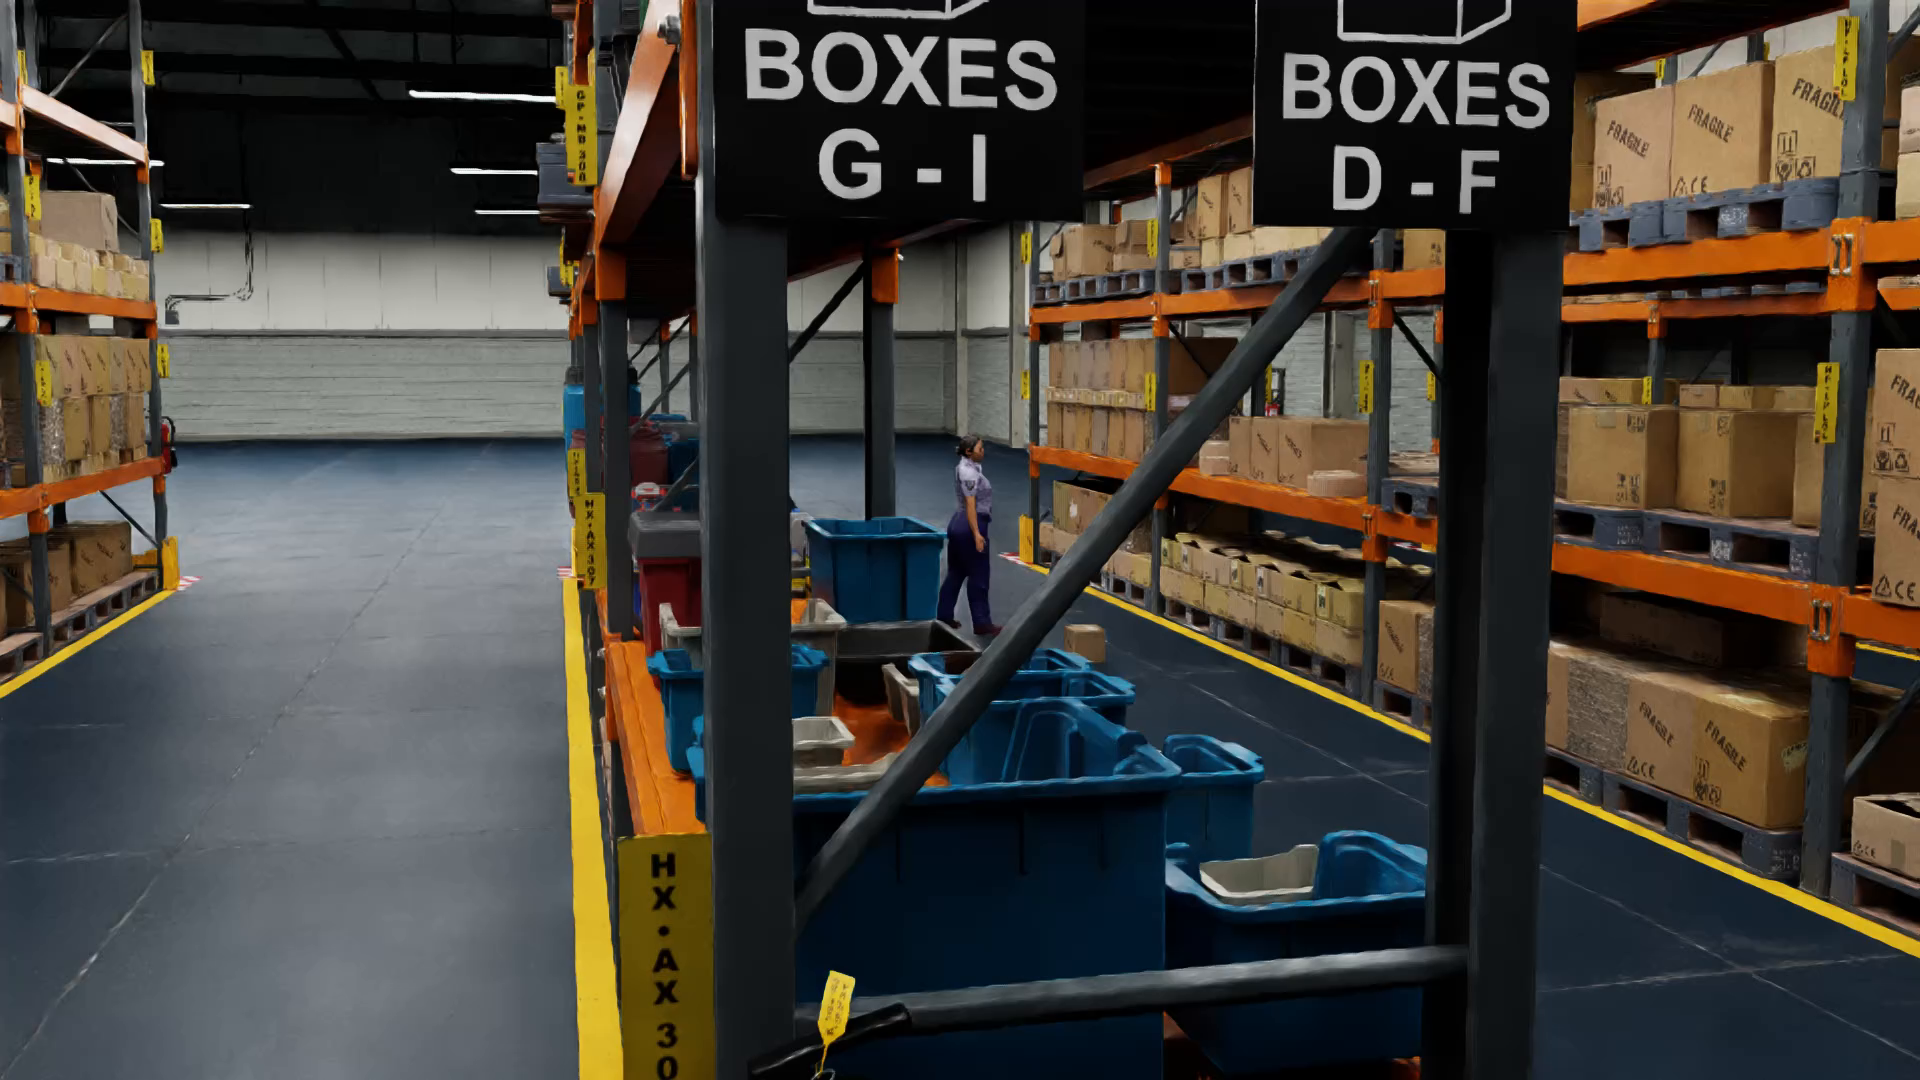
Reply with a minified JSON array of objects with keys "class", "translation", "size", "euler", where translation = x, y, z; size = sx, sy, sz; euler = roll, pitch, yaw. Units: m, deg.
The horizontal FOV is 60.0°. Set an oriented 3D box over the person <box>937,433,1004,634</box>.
[{"class":"person","translation":[0.103,-0.059,13.660],"size":[0.571,1.636,0.671],"euler":[-1,6,-10]}]
